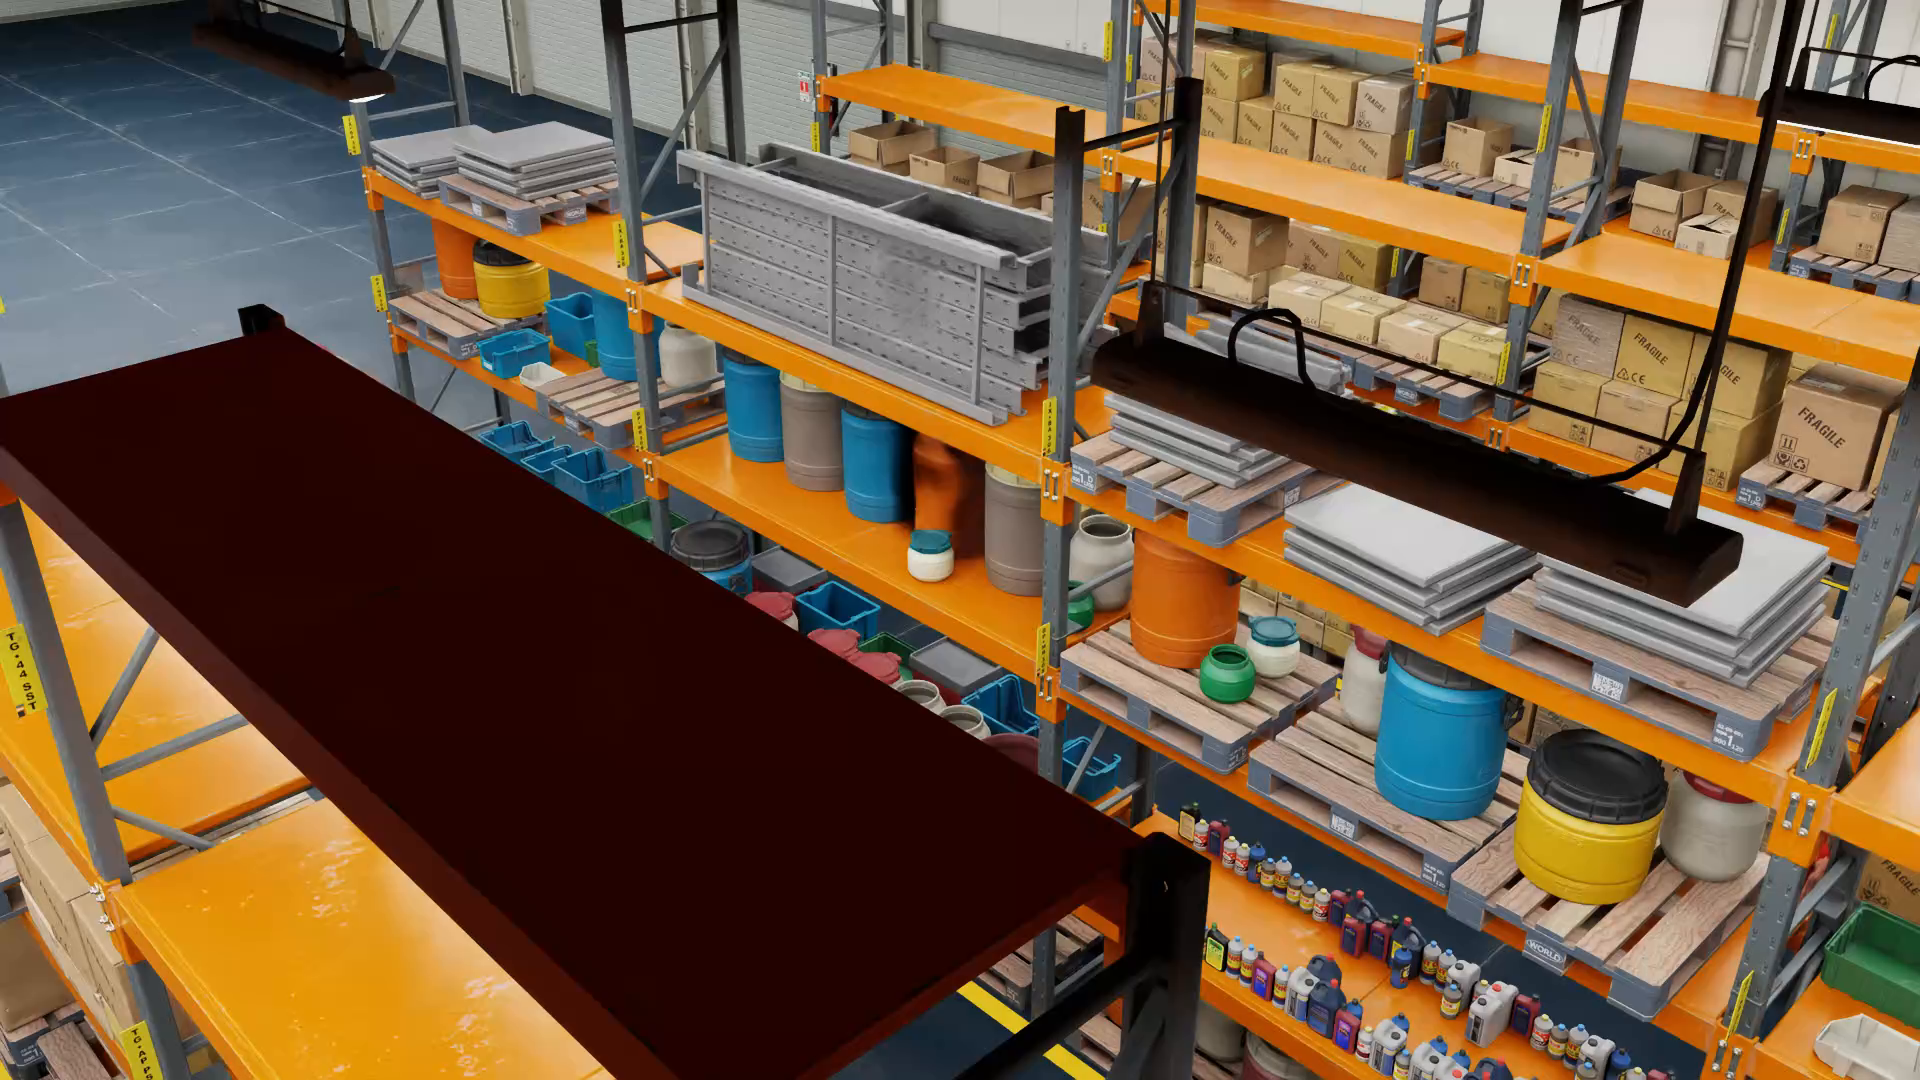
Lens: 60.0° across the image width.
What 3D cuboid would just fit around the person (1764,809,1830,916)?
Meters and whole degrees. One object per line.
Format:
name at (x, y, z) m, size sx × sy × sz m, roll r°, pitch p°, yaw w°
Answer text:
person at (5.572, 2.377, 10.736) m, size 1.024 × 1.696 × 0.699 m, roll 18°, pitch 33°, yaw 30°

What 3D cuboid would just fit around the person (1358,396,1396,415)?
person at (4.315, -1.292, 17.546) m, size 0.839 × 1.723 × 0.681 m, roll -1°, pitch 28°, yaw -3°
